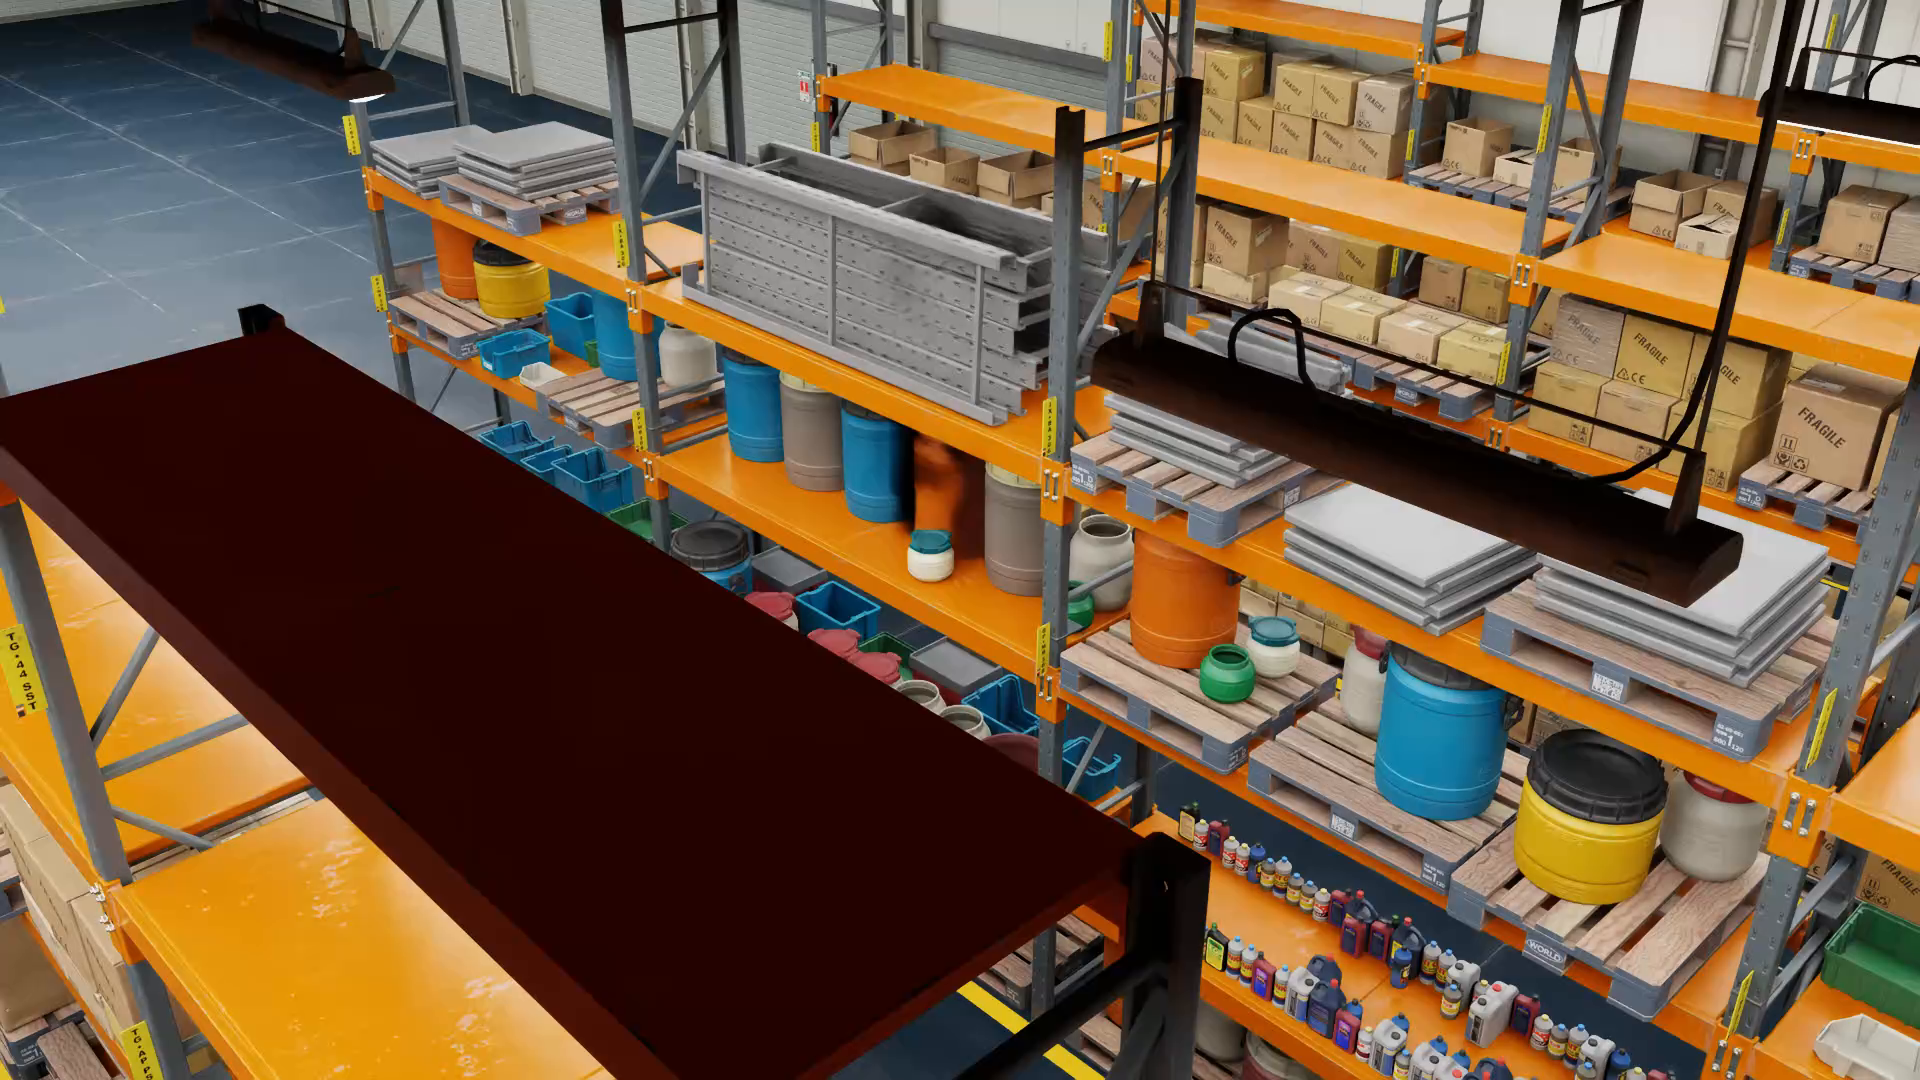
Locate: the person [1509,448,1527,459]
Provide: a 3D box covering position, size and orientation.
[{"bbox_3d":[5.081,-0.121,15.402,0.839,1.583,0.613,17,32,28],"label":"person"}]
